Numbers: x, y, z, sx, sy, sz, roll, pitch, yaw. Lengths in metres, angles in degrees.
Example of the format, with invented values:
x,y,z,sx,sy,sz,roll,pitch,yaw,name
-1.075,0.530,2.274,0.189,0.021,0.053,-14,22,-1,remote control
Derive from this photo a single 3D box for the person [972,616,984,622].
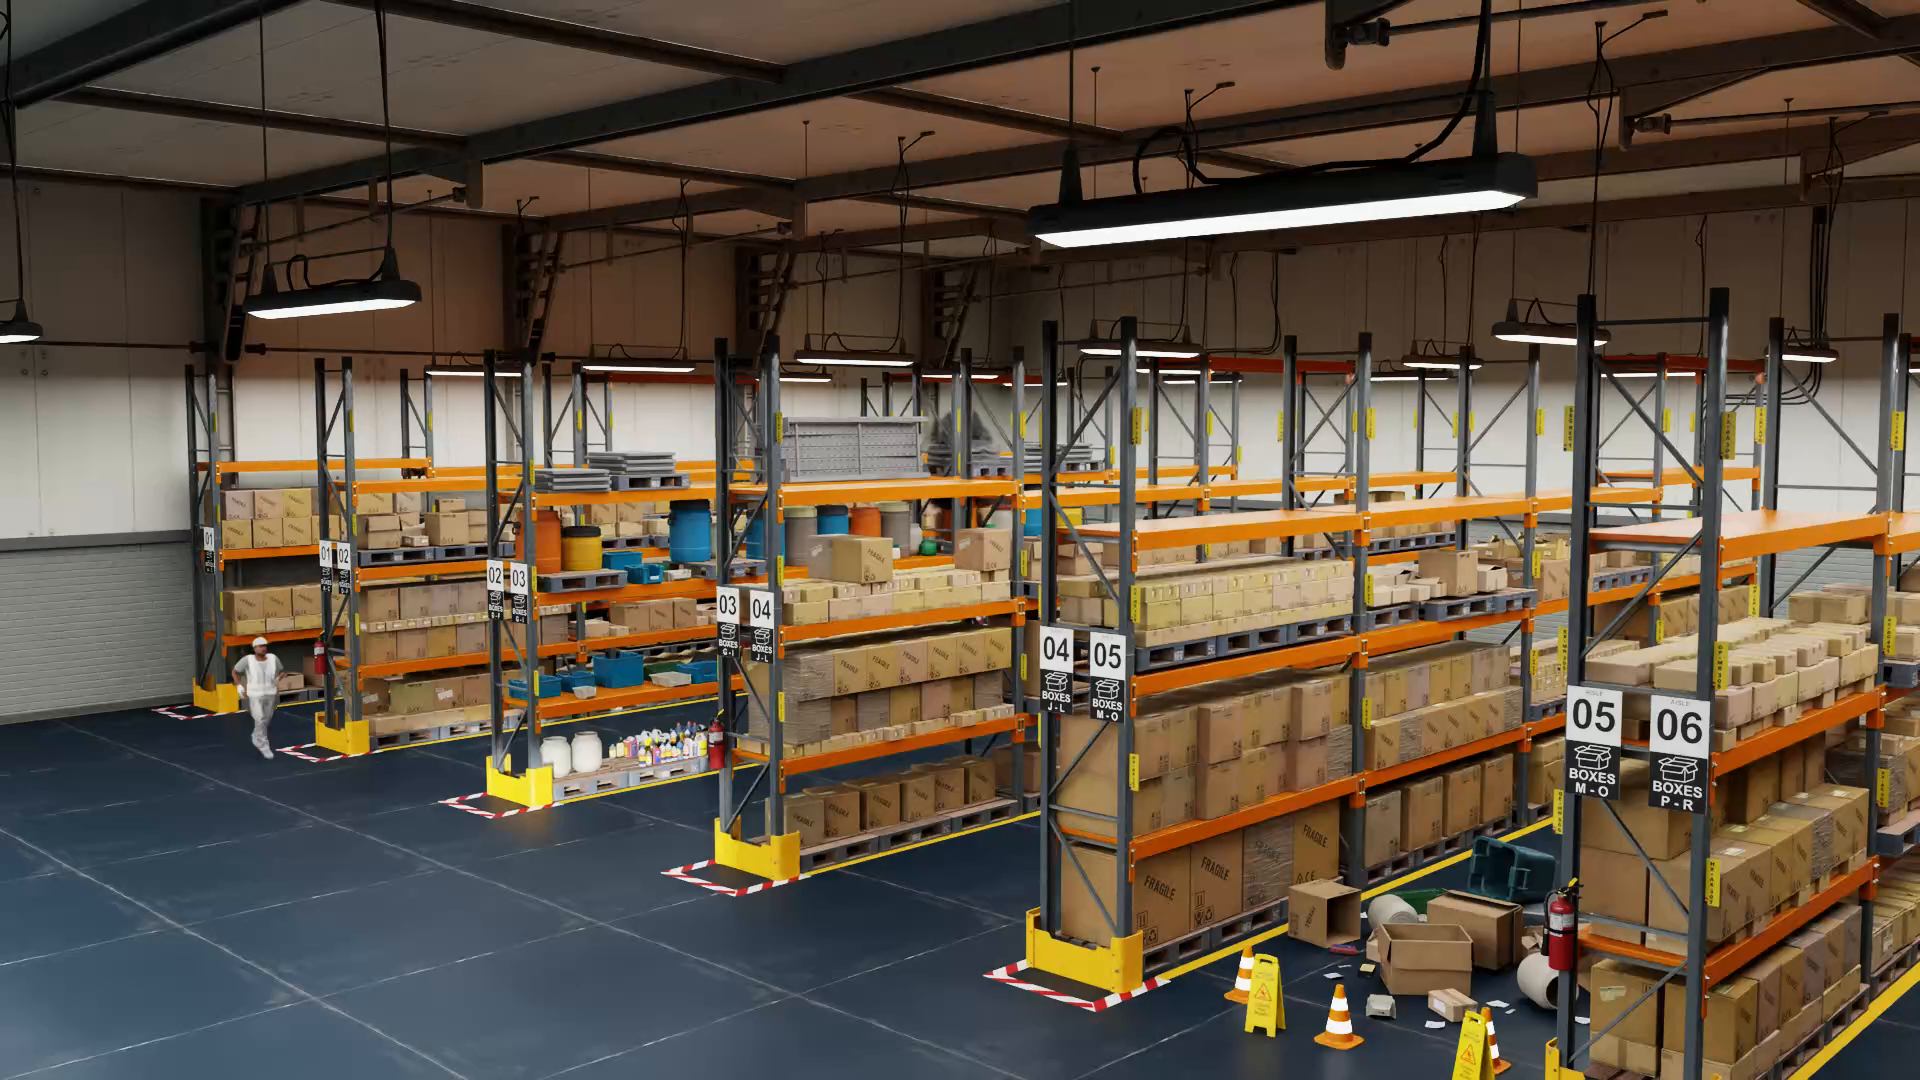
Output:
x,y,z,sx,sy,sz,roll,pitch,yaw,name
0.251,1.658,31.540,0.830,1.860,0.611,-3,6,-38,person

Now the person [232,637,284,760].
x,y,z,sx,sy,sz,roll,pitch,yaw,name
-10.549,2.350,25.100,0.715,1.791,0.964,-4,6,-41,person
